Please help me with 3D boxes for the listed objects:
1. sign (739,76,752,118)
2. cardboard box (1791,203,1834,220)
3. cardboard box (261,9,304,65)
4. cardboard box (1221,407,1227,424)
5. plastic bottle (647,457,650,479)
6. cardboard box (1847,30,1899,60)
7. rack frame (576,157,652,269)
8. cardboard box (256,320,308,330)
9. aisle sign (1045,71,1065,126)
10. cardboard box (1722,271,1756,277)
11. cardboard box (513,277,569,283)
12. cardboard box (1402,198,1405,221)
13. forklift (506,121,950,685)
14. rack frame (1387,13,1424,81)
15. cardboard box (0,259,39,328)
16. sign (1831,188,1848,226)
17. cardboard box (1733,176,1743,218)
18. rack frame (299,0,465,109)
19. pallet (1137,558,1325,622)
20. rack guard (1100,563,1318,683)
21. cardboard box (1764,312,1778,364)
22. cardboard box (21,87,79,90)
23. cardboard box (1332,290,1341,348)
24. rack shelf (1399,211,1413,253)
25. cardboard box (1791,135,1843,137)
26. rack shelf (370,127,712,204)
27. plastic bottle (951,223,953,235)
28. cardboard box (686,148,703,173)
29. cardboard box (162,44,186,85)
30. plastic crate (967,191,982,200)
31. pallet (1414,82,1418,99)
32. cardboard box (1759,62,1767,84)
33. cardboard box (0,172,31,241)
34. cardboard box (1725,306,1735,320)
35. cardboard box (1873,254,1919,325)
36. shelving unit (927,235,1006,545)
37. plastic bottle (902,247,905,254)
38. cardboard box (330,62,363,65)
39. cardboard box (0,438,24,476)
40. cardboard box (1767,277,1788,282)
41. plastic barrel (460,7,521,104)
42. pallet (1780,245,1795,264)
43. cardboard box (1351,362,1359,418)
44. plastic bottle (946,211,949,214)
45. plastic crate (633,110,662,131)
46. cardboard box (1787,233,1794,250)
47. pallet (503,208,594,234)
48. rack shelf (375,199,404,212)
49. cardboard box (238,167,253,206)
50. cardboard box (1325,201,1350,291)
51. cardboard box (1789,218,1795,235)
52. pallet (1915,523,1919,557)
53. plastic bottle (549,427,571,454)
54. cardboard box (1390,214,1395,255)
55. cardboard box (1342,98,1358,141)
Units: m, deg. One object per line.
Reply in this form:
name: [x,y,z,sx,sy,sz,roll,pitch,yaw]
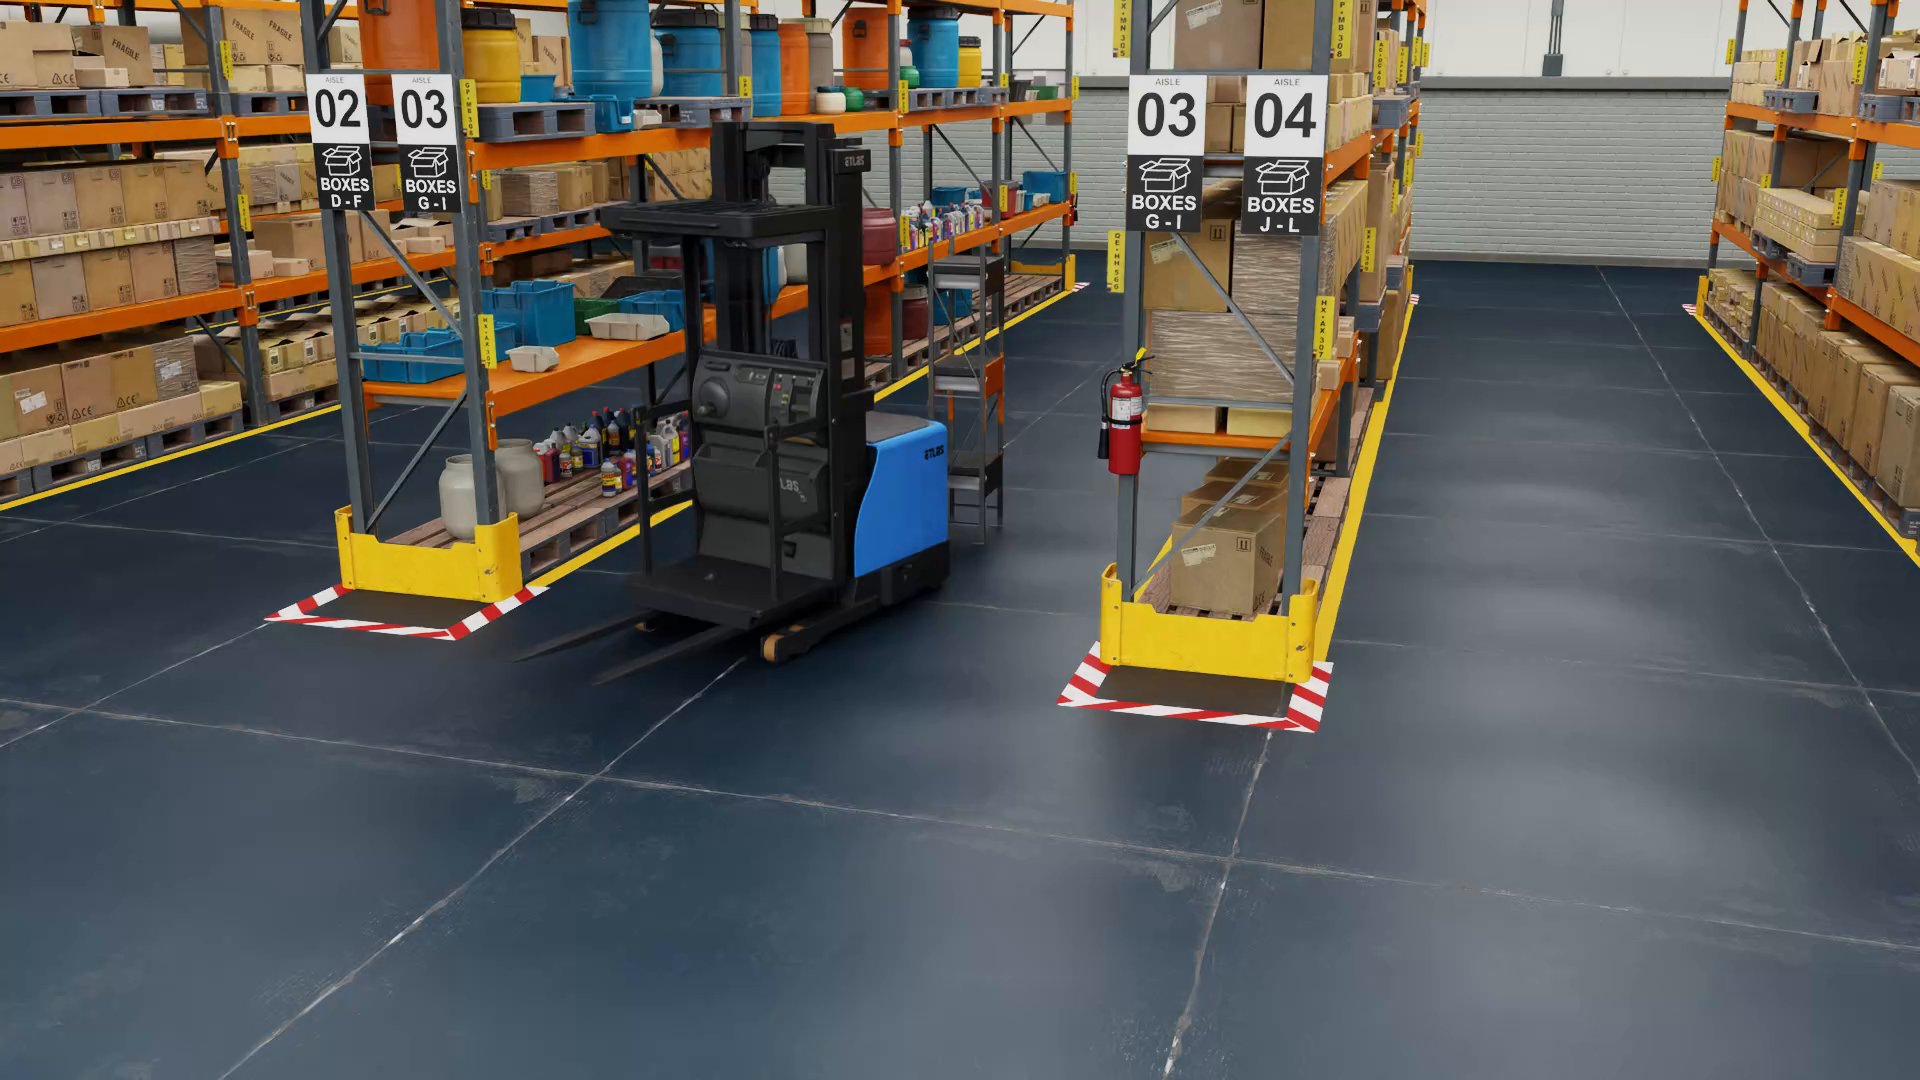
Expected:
sign: [-1.724,-3.560,13.370,0.100,0.325,0.005,5,16,16]
cardboard box: [8.358,-3.207,16.241,0.380,0.149,0.250,5,16,16]
cardboard box: [-6.643,-4.786,15.840,0.500,0.500,0.500,6,17,21]
cardboard box: [1.319,-0.763,9.481,0.380,0.149,0.250,5,16,16]
plastic bottle: [-2.417,-0.569,12.660,0.097,0.201,0.097,0,16,0]
cardboard box: [8.361,-4.530,15.221,0.396,0.266,0.258,5,16,16]
rack frame: [-4.723,-4.636,22.678,1.000,3.000,0.127,5,16,16]
cardboard box: [-6.870,-2.087,16.933,0.500,0.311,0.500,5,16,16]
aisle sign: [1.464,-6.544,24.641,0.394,0.787,0.004,5,16,16]
cardboard box: [10.200,-3.427,21.779,0.380,0.149,0.250,5,17,17]
cardboard box: [-5.165,-2.964,20.557,0.500,0.500,0.500,4,16,15]
cardboard box: [5.159,-4.041,20.307,0.500,0.250,0.500,4,16,15]
forklift: [-1.292,-0.859,9.487,1.130,2.935,3.031,10,19,32]
rack frame: [5.911,-7.800,22.837,1.000,3.000,0.127,5,16,16]
cardboard box: [-7.697,-1.933,12.965,0.700,0.500,0.500,5,17,16]
sign: [7.841,-2.968,14.820,0.100,0.325,0.005,5,16,16]
cardboard box: [9.827,-4.195,20.392,0.500,0.500,0.500,4,16,14]
rack frame: [-3.385,-3.998,9.433,1.000,3.000,0.127,5,16,16]
pallet: [1.650,0.384,10.088,1.003,0.211,1.213,5,16,16]
rack guard: [1.386,0.455,9.308,1.175,0.500,0.348,5,16,16]
cardboard box: [8.888,-2.144,17.703,0.500,0.500,0.500,5,17,18]
cardboard box: [-10.556,-5.173,19.201,0.500,0.311,0.500,5,16,16]
cardboard box: [2.092,-1.586,11.194,0.875,0.500,0.500,5,16,16]
rack shelf: [5.343,-4.044,21.909,1.077,0.370,4.000,5,16,16]
cardboard box: [10.316,-4.628,20.087,0.500,0.500,0.500,4,16,14]
rack shelf: [-2.816,-2.732,11.785,1.077,0.370,4.000,5,16,16]
plastic bottle: [-0.135,-3.671,19.641,0.097,0.201,0.097,0,16,0]
cardboard box: [-4.026,-5.536,23.835,0.500,0.500,0.500,4,16,14]
cardboard box: [-10.257,-6.093,21.329,0.700,0.500,0.500,6,17,19]
plastic crate: [0.317,-4.784,23.395,0.416,0.233,0.300,5,16,16]
pallet: [5.365,-5.799,21.442,1.003,0.211,1.213,5,16,16]
cardboard box: [9.691,-5.480,19.514,0.500,0.250,0.500,5,17,18]
cardboard box: [-7.686,-2.574,12.846,0.700,0.500,0.500,5,16,16]
cardboard box: [9.755,-2.815,20.712,0.380,0.149,0.250,5,16,16]
cardboard box: [7.549,-1.966,13.079,0.500,0.500,0.500,4,16,15]
shelving unit: [0.047,-1.053,11.696,0.431,2.100,0.503,5,16,16]
plastic bottle: [-0.678,-3.233,17.958,0.152,0.276,0.135,5,16,16]
cardboard box: [-9.024,-6.801,24.134,0.500,0.250,0.500,5,16,16]
cardboard box: [-7.629,-0.630,12.823,0.500,0.250,0.500,5,16,16]
cardboard box: [10.518,-3.259,21.188,0.380,0.149,0.250,4,16,14]
plastic barrel: [-3.183,-3.155,10.845,0.600,0.588,0.600,0,16,0]
pallet: [8.888,-2.838,16.690,1.003,0.211,1.213,5,16,16]
cardboard box: [3.166,-1.358,14.894,0.700,0.500,0.500,6,17,21]
plastic bottle: [-0.149,-3.838,20.100,0.097,0.271,0.097,0,16,0]
plastic crate: [-2.317,-3.023,11.977,0.243,0.136,0.396,5,16,16]
cardboard box: [8.358,-2.923,16.328,0.380,0.149,0.250,4,16,13]
pallet: [-5.311,-4.006,20.809,1.003,0.211,1.213,5,16,16]
rack shelf: [-8.905,-5.196,25.971,1.077,0.370,4.000,5,16,16]
cardboard box: [-9.786,-4.684,22.081,0.500,0.500,0.500,5,17,17]
cardboard box: [2.071,-1.784,10.060,0.500,0.500,0.500,5,16,16]
cardboard box: [8.359,-3.068,16.293,0.380,0.149,0.250,5,16,15]
pallet: [6.936,0.171,10.838,1.003,0.211,1.213,5,16,16]
plastic bottle: [-3.103,-0.707,12.873,0.144,0.351,0.185,5,17,18]
cardboard box: [4.323,-3.244,17.586,0.500,0.500,0.500,4,16,15]
cardboard box: [2.177,-2.606,10.297,0.500,0.250,0.500,5,17,18]
